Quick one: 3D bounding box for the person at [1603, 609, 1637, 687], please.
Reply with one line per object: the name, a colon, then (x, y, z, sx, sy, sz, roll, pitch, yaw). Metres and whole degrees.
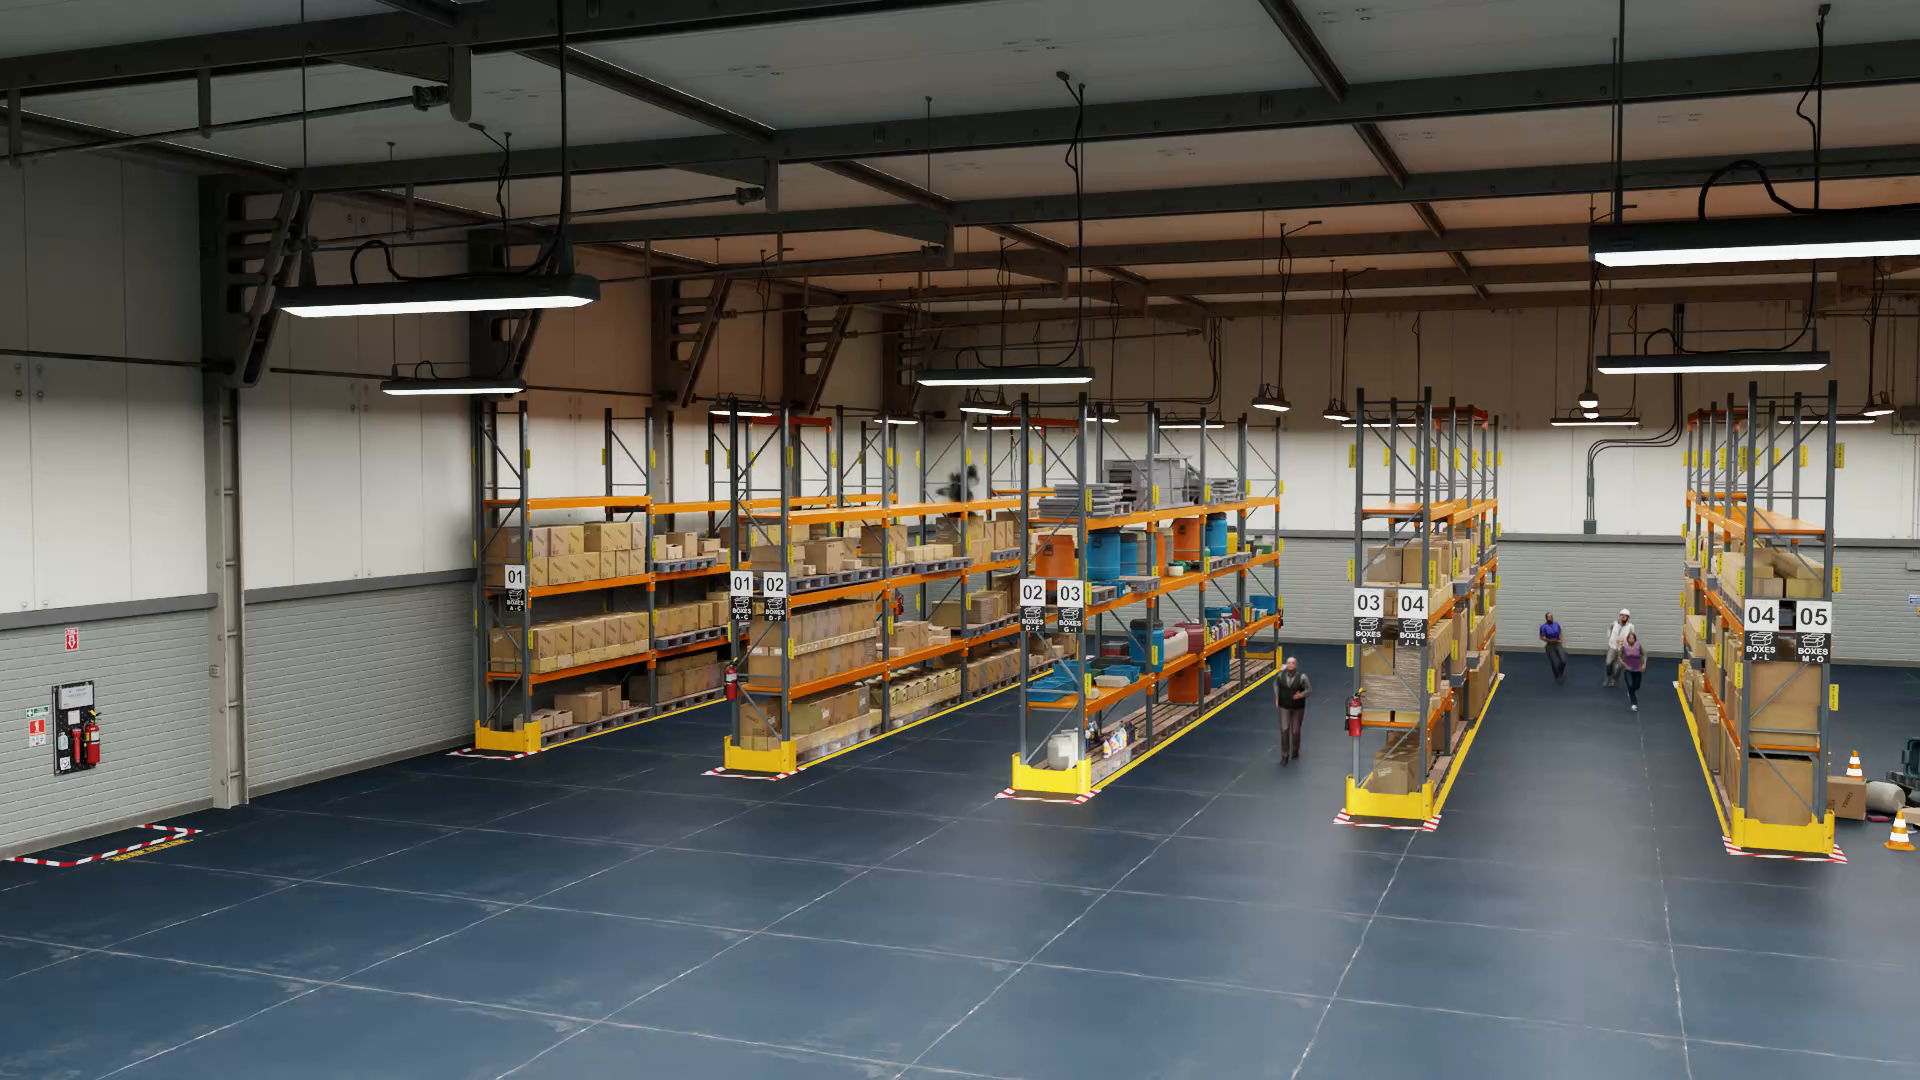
person: (14.422, 2.366, 36.325, 0.685, 1.735, 0.623, 2, 3, 32)

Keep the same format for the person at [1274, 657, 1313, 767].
person: (5.481, 2.806, 27.402, 0.649, 1.758, 0.834, 1, 3, 16)

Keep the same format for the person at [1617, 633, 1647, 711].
person: (13.484, 2.625, 33.377, 0.569, 1.562, 0.663, 1, 3, 16)

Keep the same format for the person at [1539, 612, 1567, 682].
person: (13.252, 2.396, 37.124, 0.648, 1.586, 0.584, 0, 3, 0)
